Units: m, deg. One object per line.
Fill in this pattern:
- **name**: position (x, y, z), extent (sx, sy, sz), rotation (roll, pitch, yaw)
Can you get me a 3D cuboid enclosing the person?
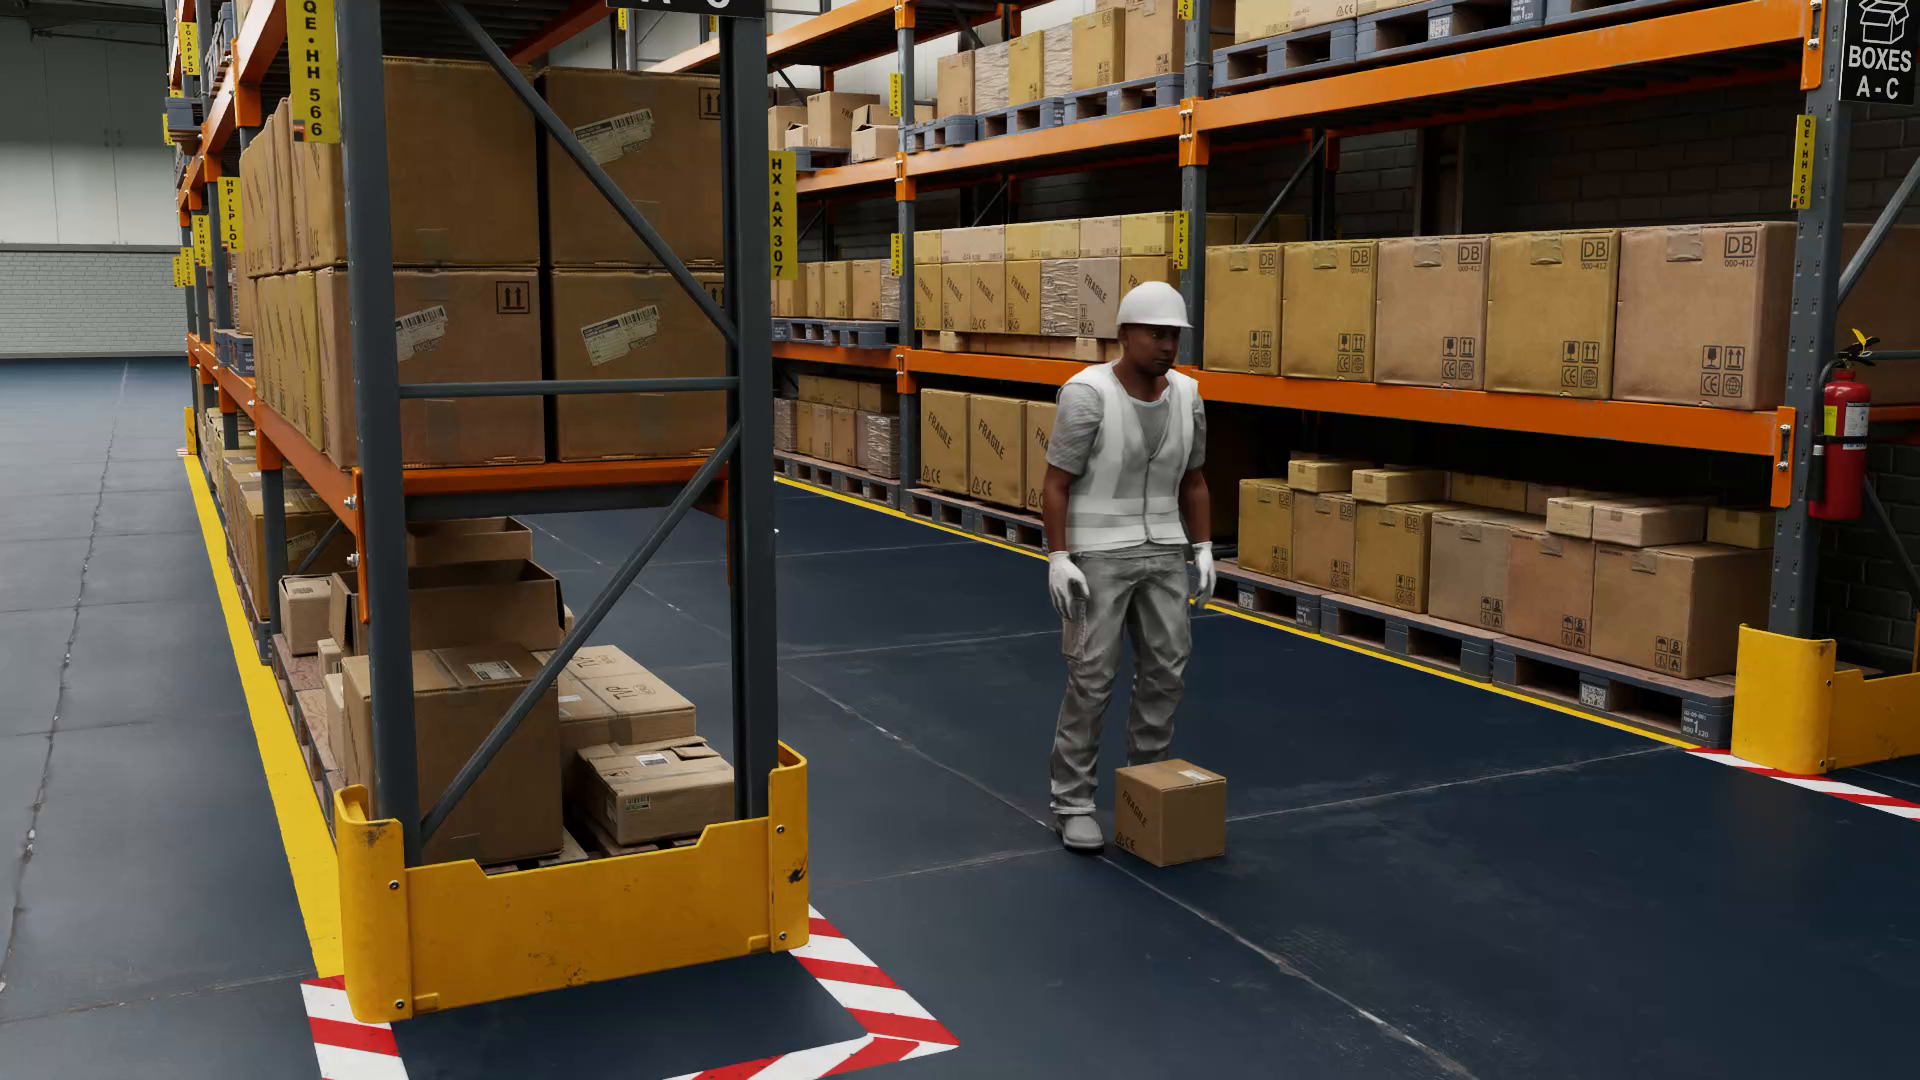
- **person**: position (0.546, 0.073, 5.309), extent (0.617, 1.774, 0.450), rotation (-4, 9, -26)
